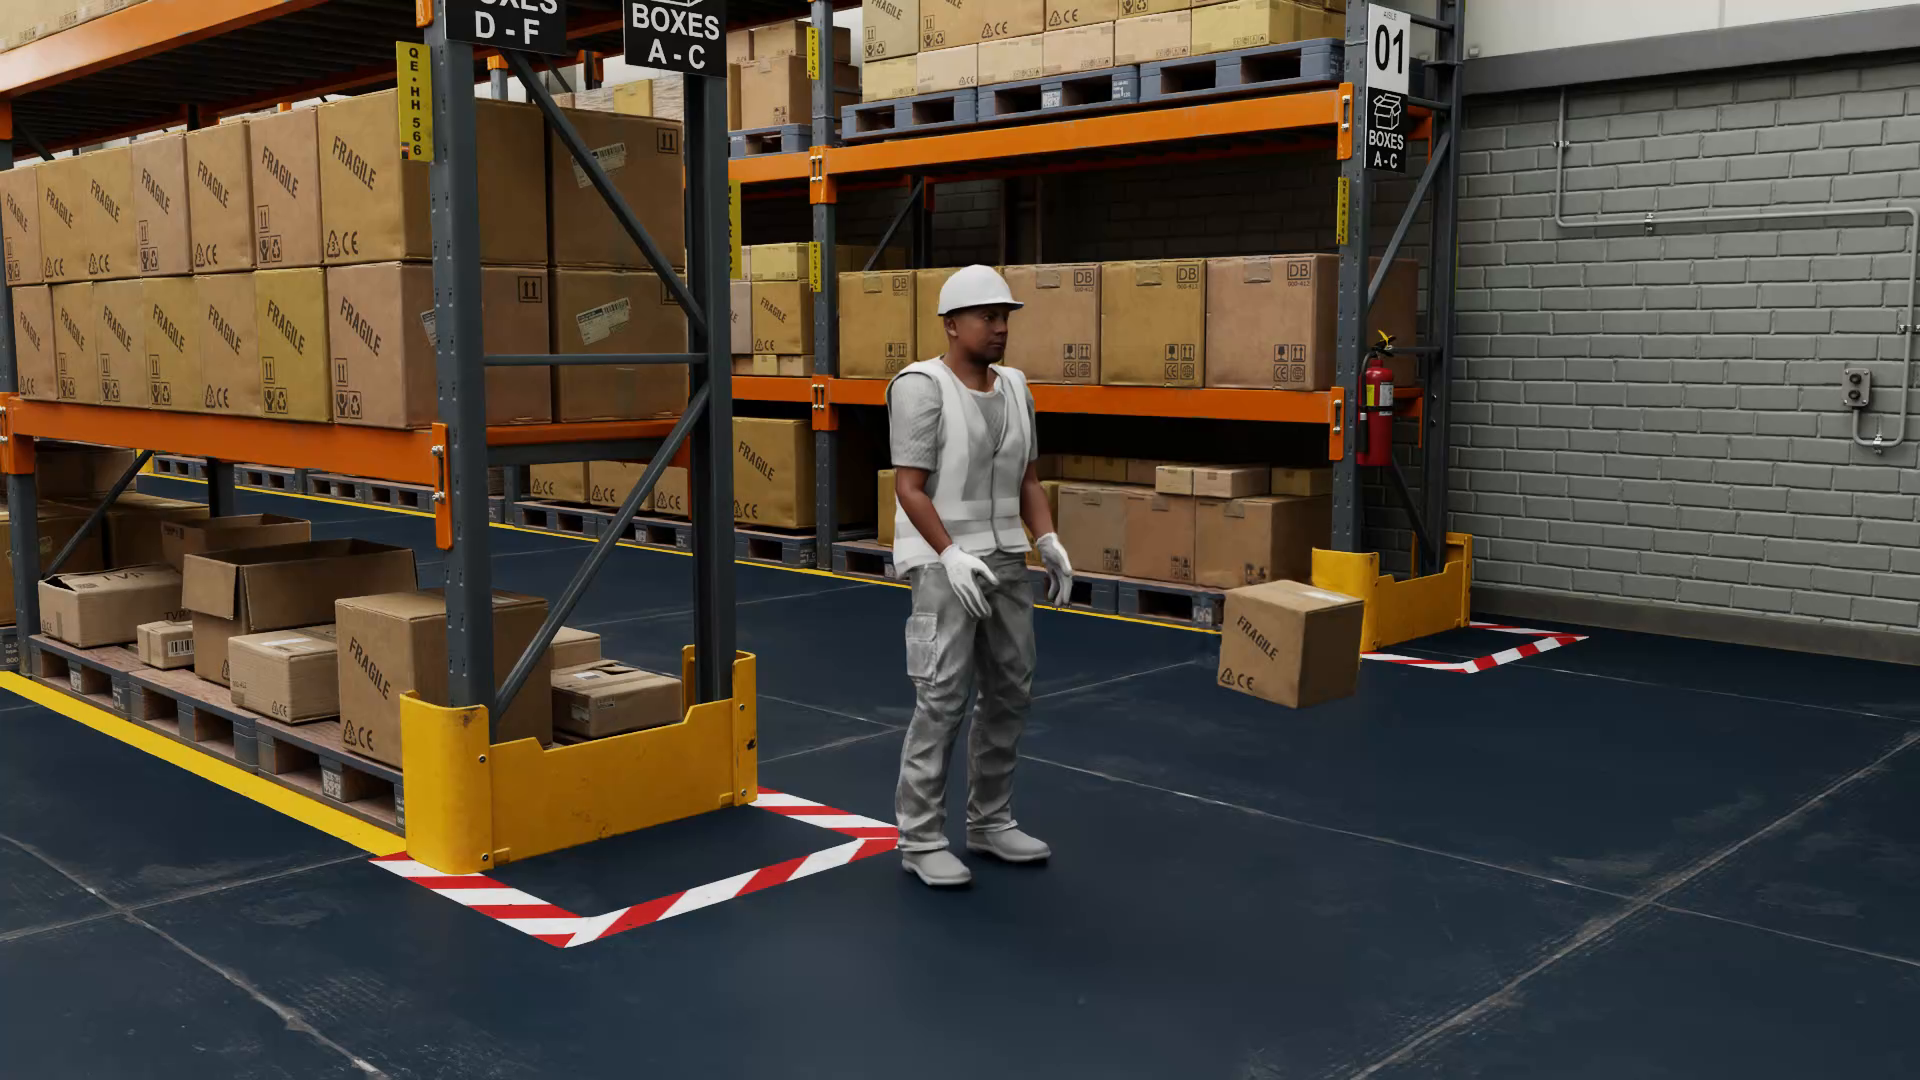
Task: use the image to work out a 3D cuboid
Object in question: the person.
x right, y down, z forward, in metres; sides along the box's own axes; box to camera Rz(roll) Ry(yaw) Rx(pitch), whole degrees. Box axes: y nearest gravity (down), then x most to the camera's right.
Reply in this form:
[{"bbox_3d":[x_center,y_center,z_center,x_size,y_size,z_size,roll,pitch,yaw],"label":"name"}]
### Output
[{"bbox_3d":[0.054,0.091,4.910,0.555,1.787,0.469,-6,9,-42],"label":"person"}]
